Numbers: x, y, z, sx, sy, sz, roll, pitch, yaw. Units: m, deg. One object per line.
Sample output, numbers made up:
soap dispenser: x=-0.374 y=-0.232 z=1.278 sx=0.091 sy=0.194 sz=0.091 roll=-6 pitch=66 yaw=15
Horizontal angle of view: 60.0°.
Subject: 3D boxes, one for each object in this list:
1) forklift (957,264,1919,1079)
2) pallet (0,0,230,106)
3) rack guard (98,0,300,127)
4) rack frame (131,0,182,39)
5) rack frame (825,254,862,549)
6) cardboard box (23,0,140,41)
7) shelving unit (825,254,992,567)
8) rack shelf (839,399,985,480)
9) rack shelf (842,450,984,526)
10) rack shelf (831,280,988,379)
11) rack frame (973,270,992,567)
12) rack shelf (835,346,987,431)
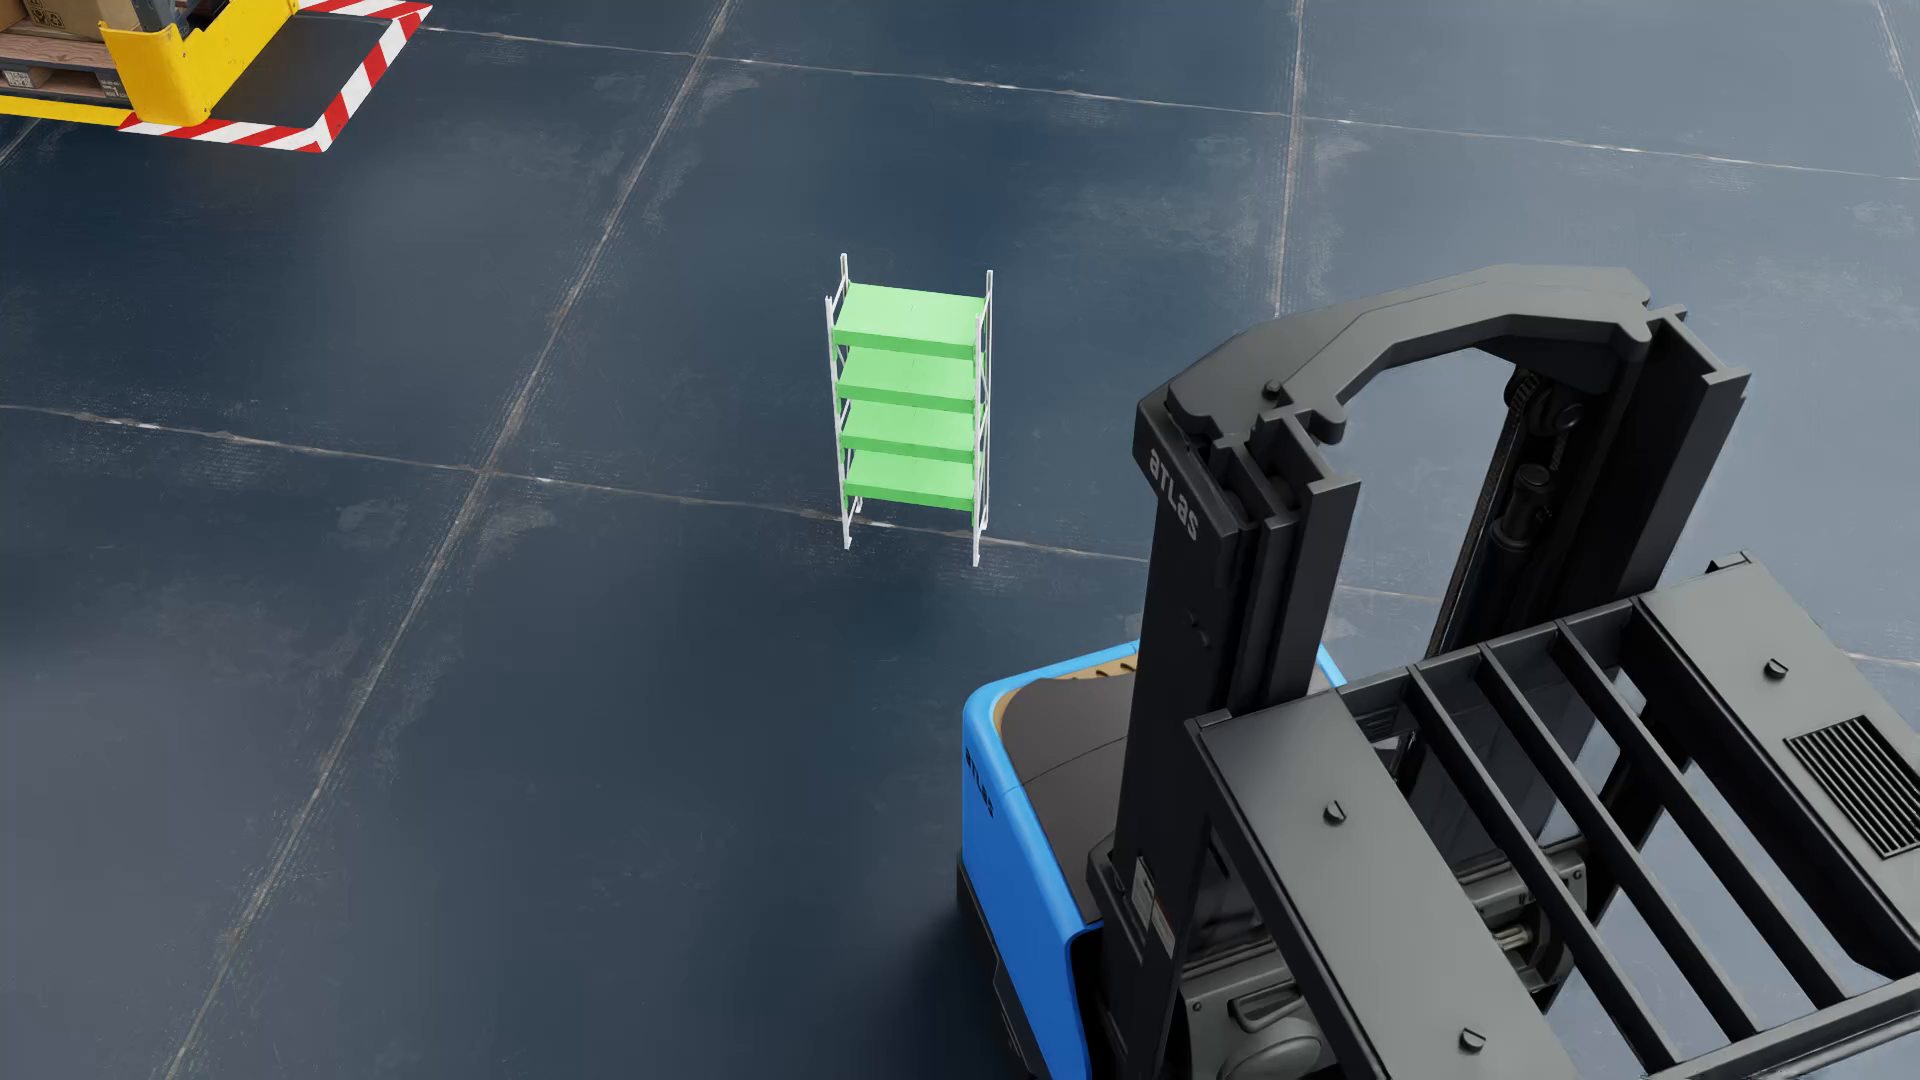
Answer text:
forklift: x=0.968 y=1.051 z=3.335 sx=1.130 sy=2.935 sz=3.031 roll=-15 pitch=50 yaw=-13
pallet: x=-4.541 y=-2.645 z=8.484 sx=1.213 sy=0.211 sz=1.003 roll=8 pitch=49 yaw=7
rack guard: x=-3.748 y=-2.608 z=8.257 sx=0.348 sy=0.500 sz=1.175 roll=8 pitch=49 yaw=7
rack frame: x=-3.673 y=-3.433 z=7.318 sx=0.127 sy=3.000 sz=1.000 roll=8 pitch=49 yaw=7
rack frame: x=-0.403 y=-0.455 z=5.852 sx=0.015 sy=1.200 sz=0.240 roll=8 pitch=49 yaw=7
cardboard box: x=-4.285 y=-2.833 z=8.177 sx=0.500 sy=0.500 sz=0.500 roll=16 pitch=50 yaw=14
shelving unit: x=-0.163 y=-0.423 z=5.823 sx=0.503 sy=1.200 sz=0.258 roll=8 pitch=49 yaw=7
rack shelf: x=-0.163 y=-0.380 z=5.871 sx=0.480 sy=0.148 sz=0.258 roll=8 pitch=49 yaw=7
rack shelf: x=-0.163 y=-0.220 z=6.049 sx=0.480 sy=0.148 sz=0.258 roll=8 pitch=49 yaw=7
rack shelf: x=-0.163 y=-0.701 z=5.514 sx=0.480 sy=0.148 sz=0.258 roll=8 pitch=49 yaw=7
rack frame: x=0.077 y=-0.391 z=5.794 sx=0.015 sy=1.200 sz=0.240 roll=8 pitch=49 yaw=7
rack shelf: x=-0.163 y=-0.541 z=5.692 sx=0.480 sy=0.148 sz=0.258 roll=8 pitch=49 yaw=7
